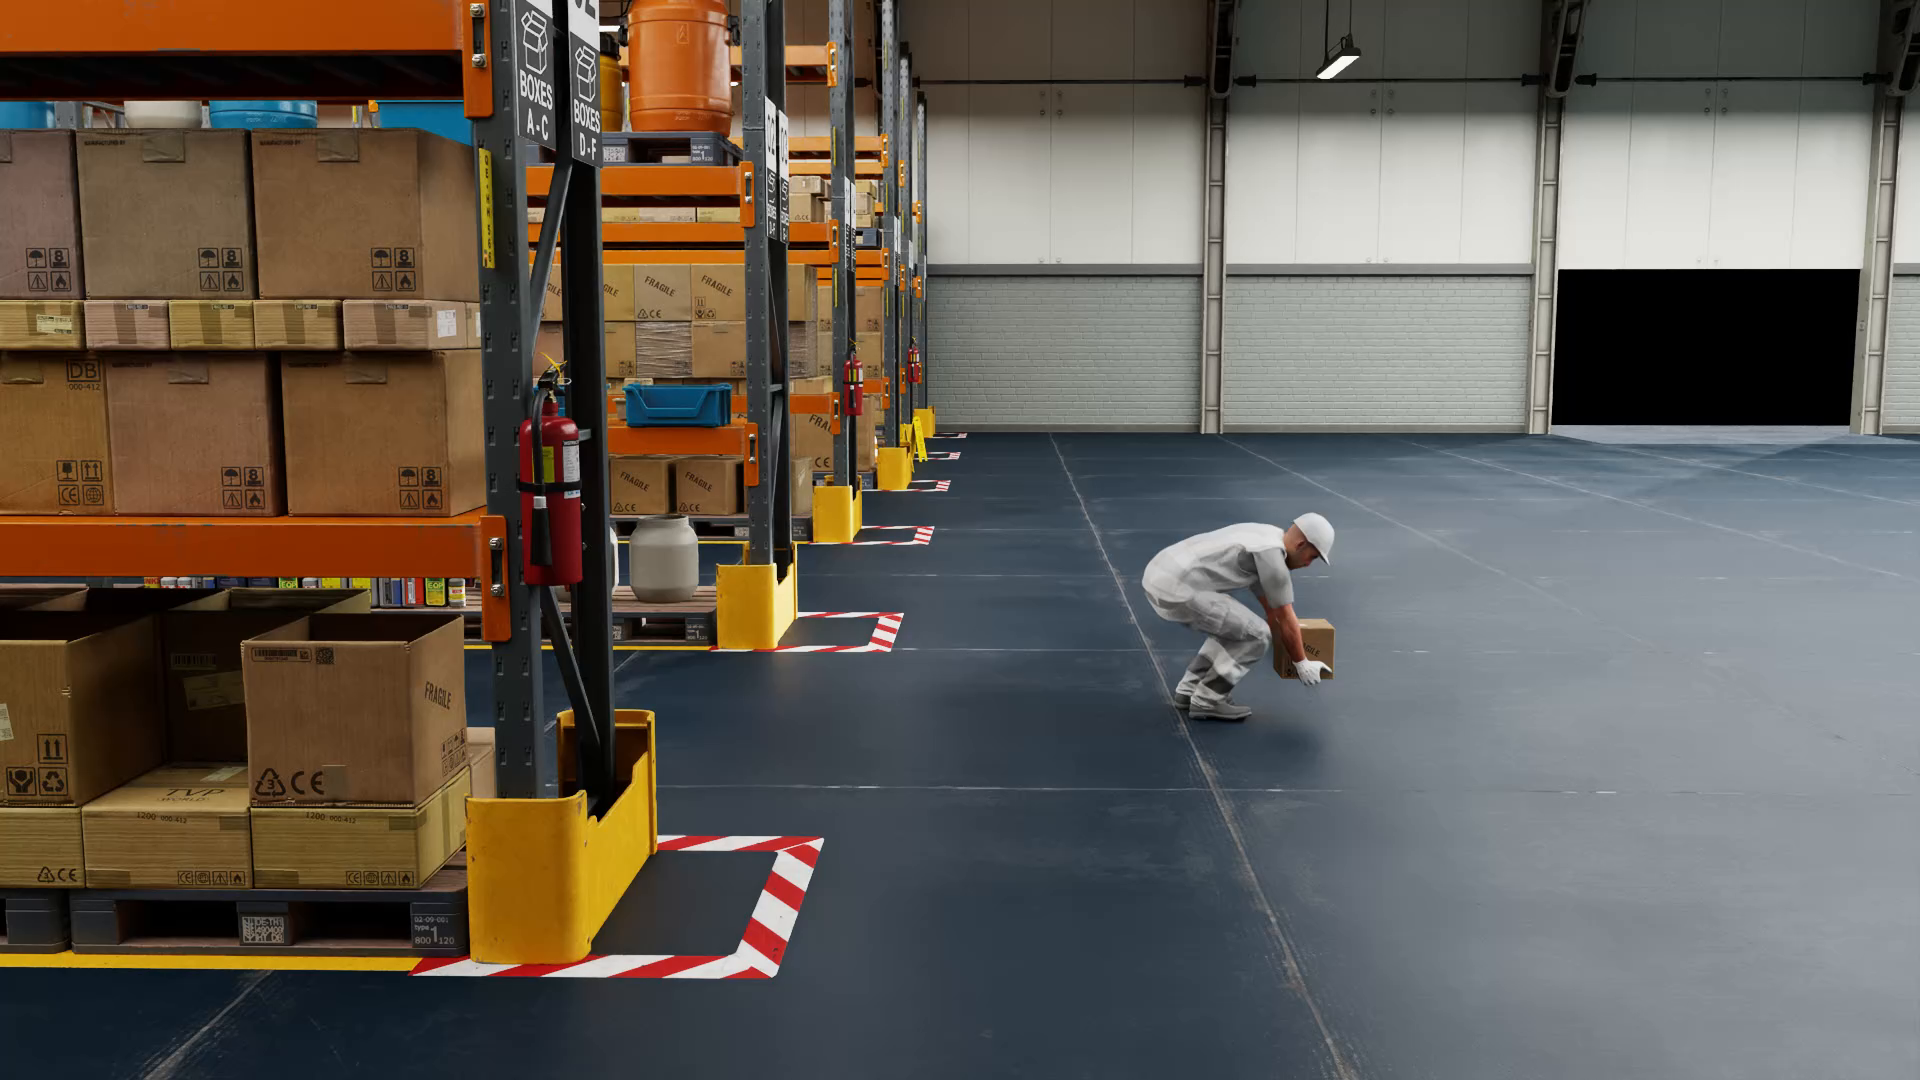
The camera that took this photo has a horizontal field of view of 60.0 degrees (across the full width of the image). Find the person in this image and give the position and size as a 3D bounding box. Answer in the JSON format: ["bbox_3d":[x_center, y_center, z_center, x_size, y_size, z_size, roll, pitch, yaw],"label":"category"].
[{"bbox_3d":[1.350,0.364,8.095,0.928,0.986,0.526,0,7,-1],"label":"person"}]
